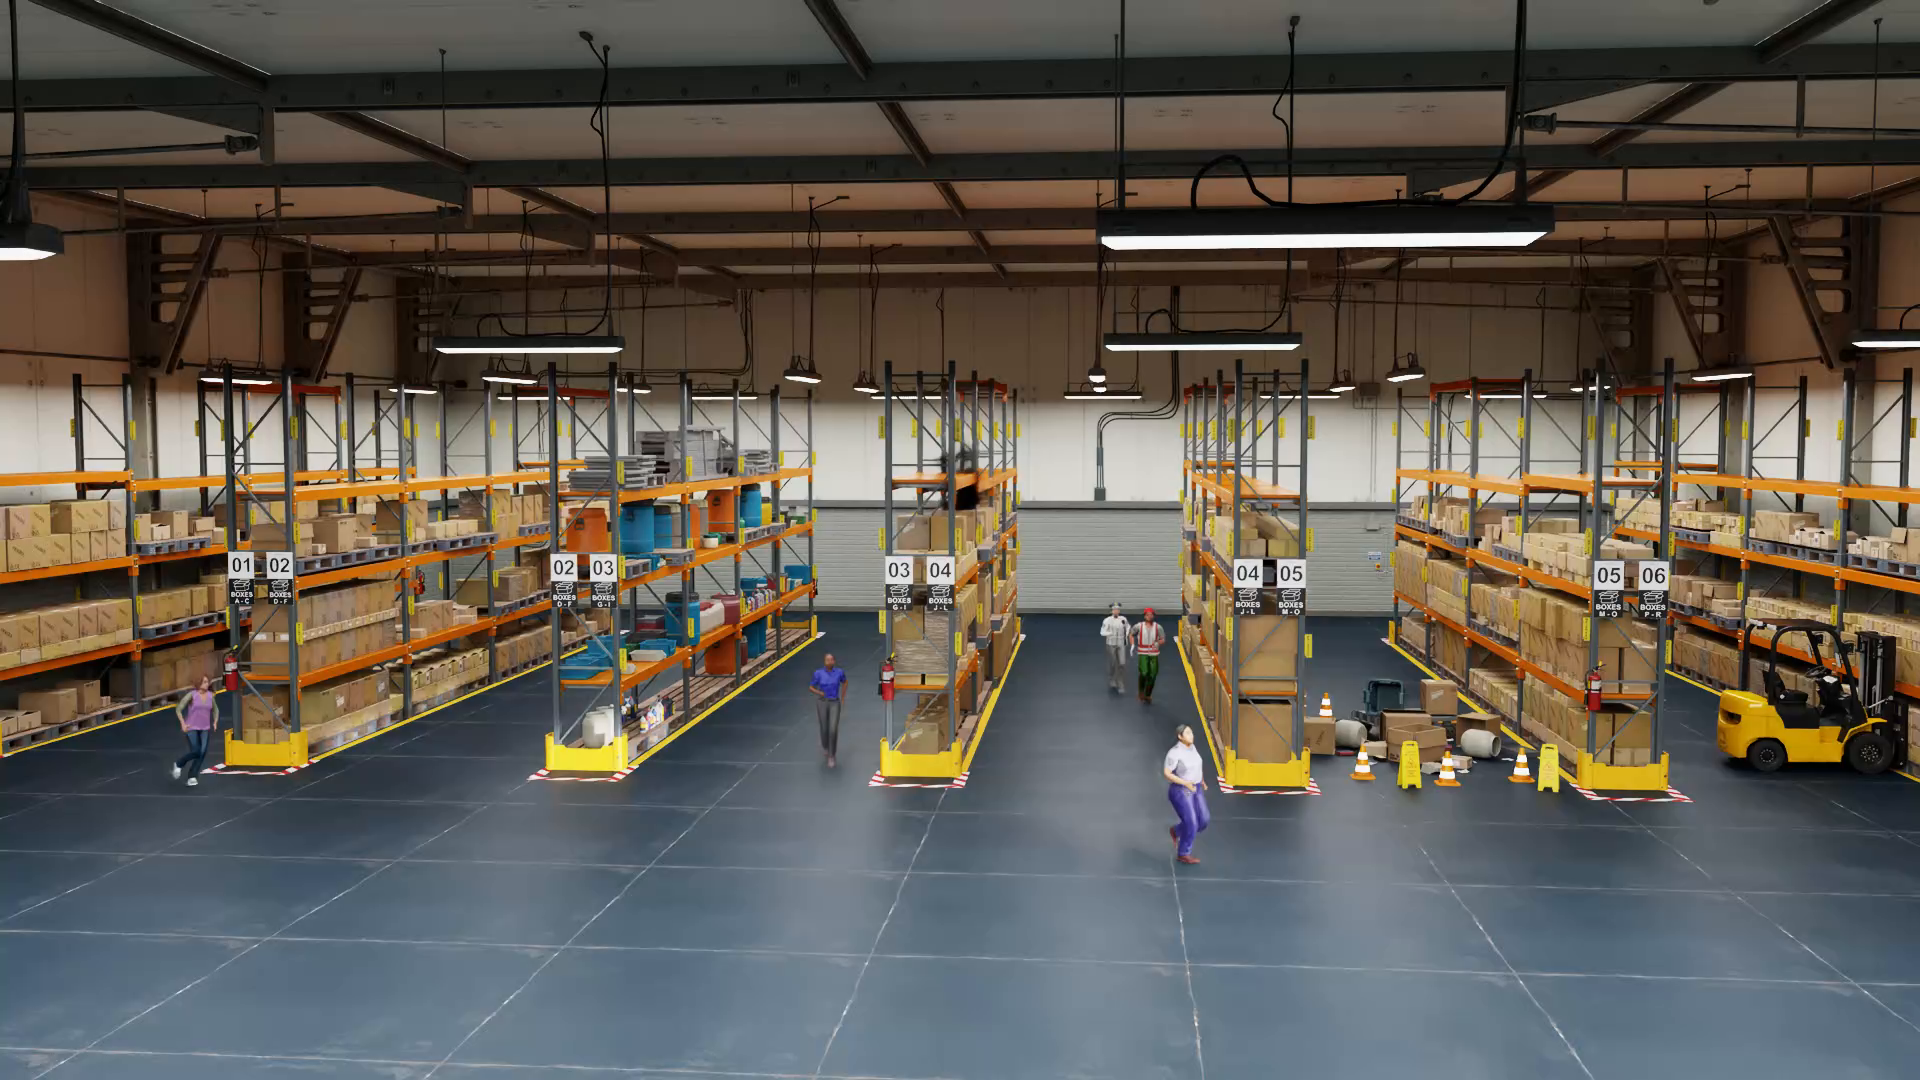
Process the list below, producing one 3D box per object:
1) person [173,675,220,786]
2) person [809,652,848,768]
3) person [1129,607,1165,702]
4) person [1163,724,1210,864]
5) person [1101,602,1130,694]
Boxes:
[{"bbox_3d":[-10.794,2.682,23.590,0.486,1.536,0.587,3,5,36],"label":"person"},{"bbox_3d":[-1.985,2.534,25.067,0.576,1.674,0.841,0,4,-2],"label":"person"},{"bbox_3d":[3.445,2.104,30.411,0.639,1.741,0.645,0,4,-3],"label":"person"},{"bbox_3d":[2.614,2.934,19.320,0.575,1.596,0.604,4,5,44],"label":"person"},{"bbox_3d":[2.995,2.059,31.960,0.598,1.753,0.777,0,4,-1],"label":"person"}]
